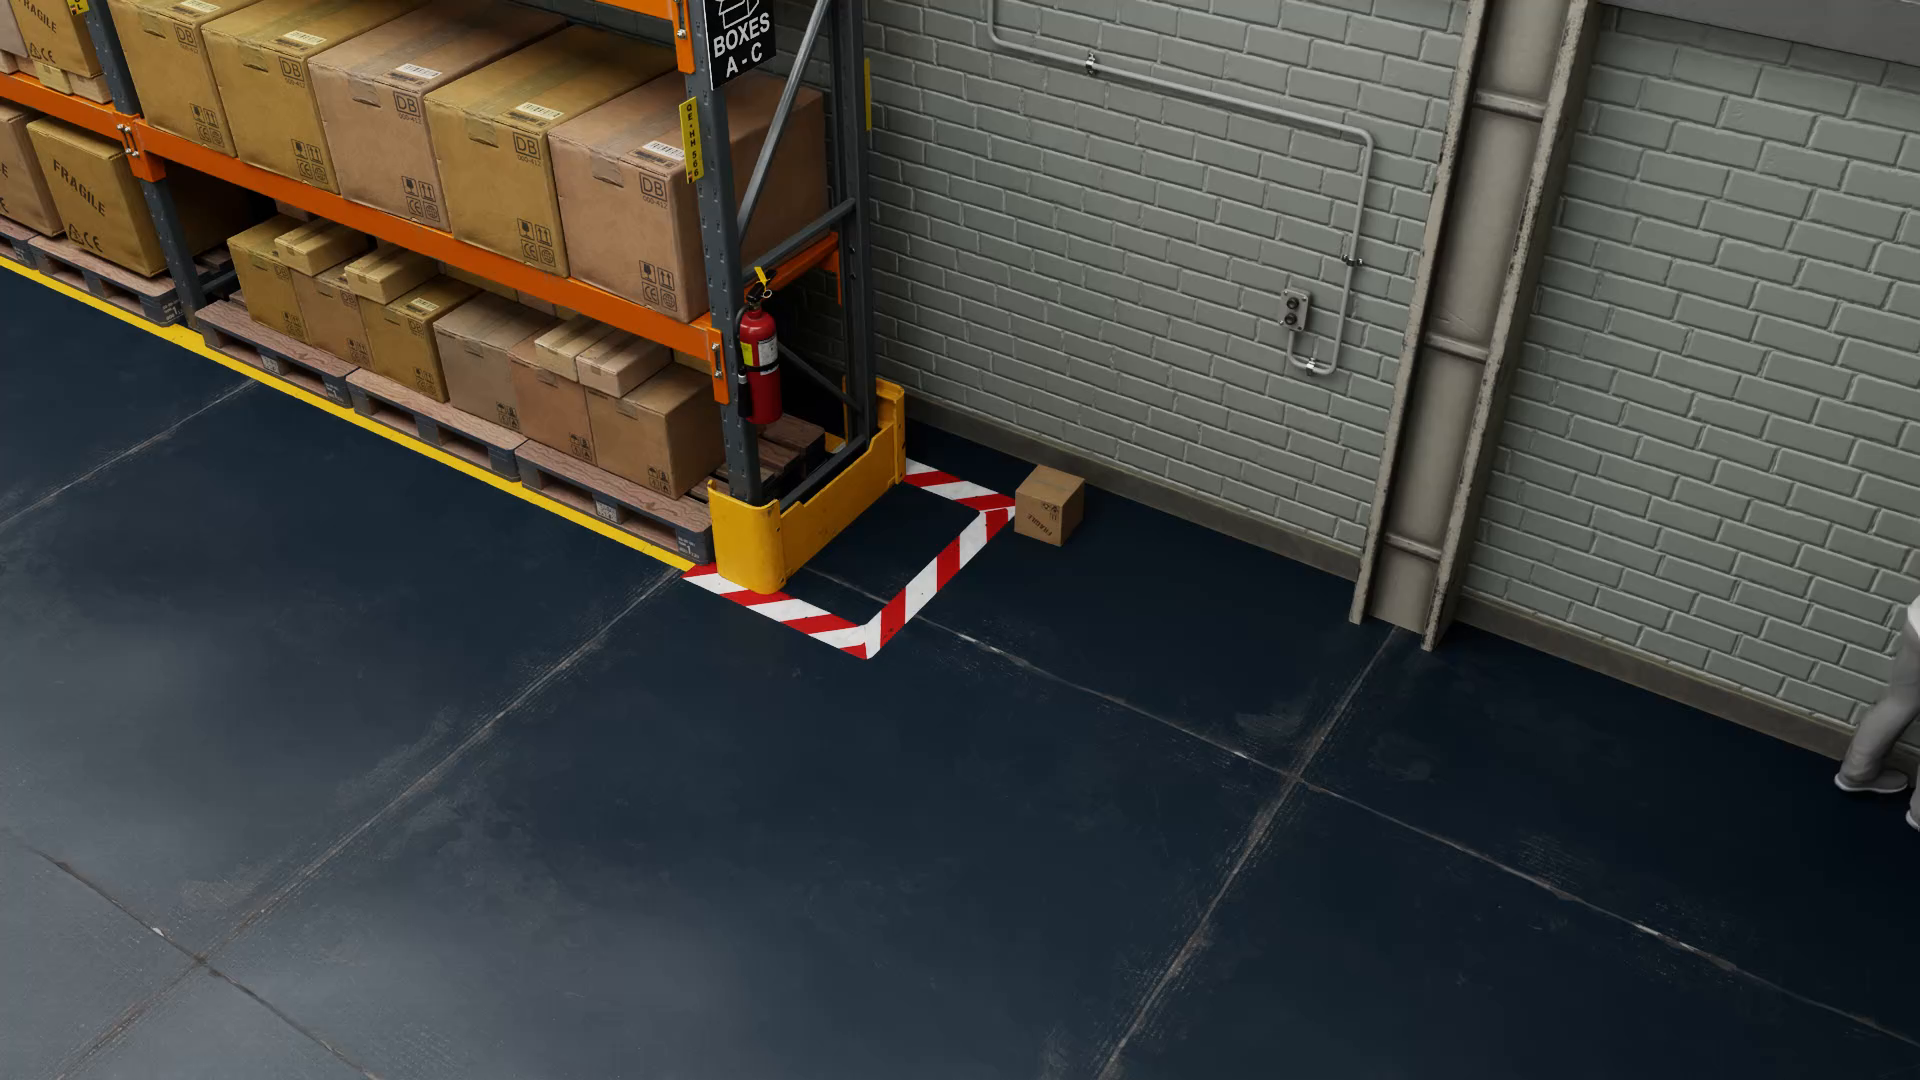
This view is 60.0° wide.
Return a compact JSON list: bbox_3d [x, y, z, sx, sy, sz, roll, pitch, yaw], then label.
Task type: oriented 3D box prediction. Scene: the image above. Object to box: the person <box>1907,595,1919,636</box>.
[{"bbox_3d":[3.708,0.128,5.961,0.375,0.990,0.490,-2,39,-2],"label":"person"}]
